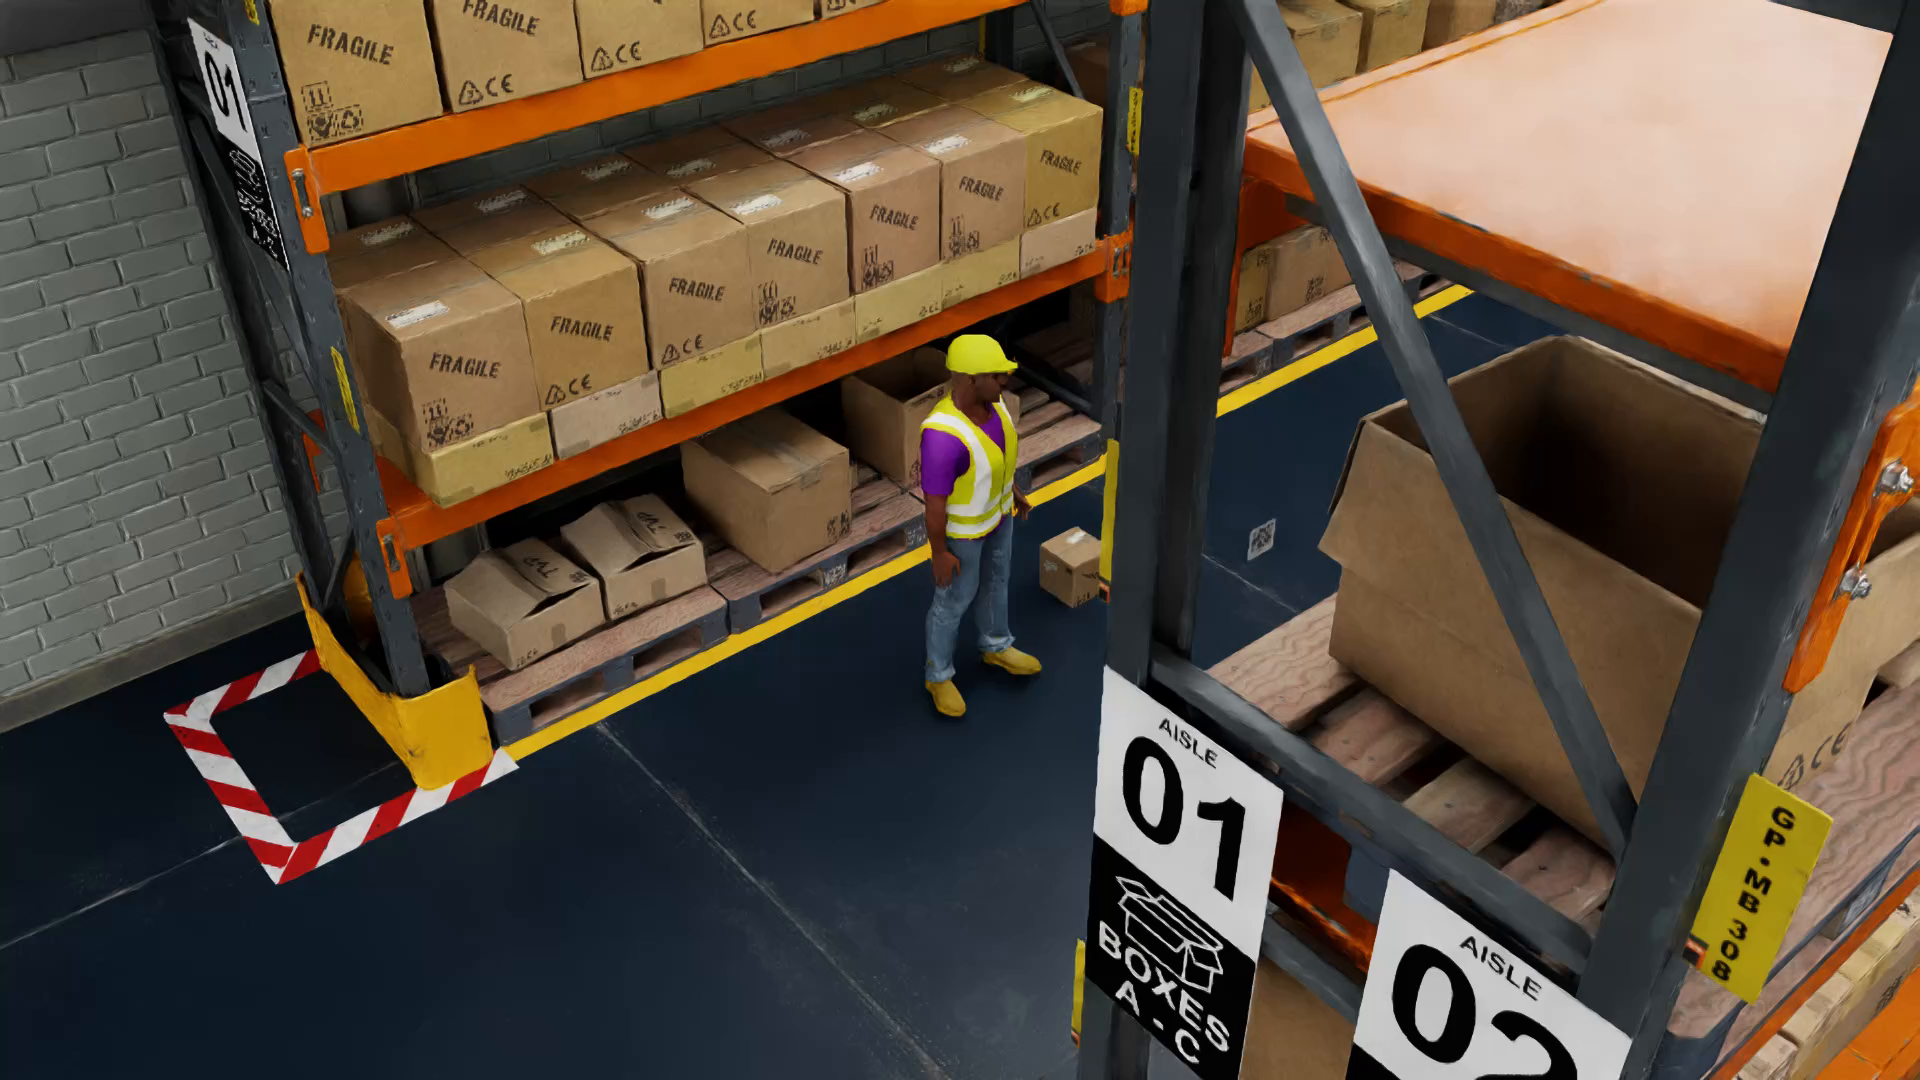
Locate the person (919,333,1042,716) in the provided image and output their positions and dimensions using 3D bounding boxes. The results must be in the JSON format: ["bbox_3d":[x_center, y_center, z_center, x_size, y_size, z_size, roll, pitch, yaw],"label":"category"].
[{"bbox_3d":[0.100,-0.077,7.113,0.470,1.770,0.639,18,40,24],"label":"person"}]
